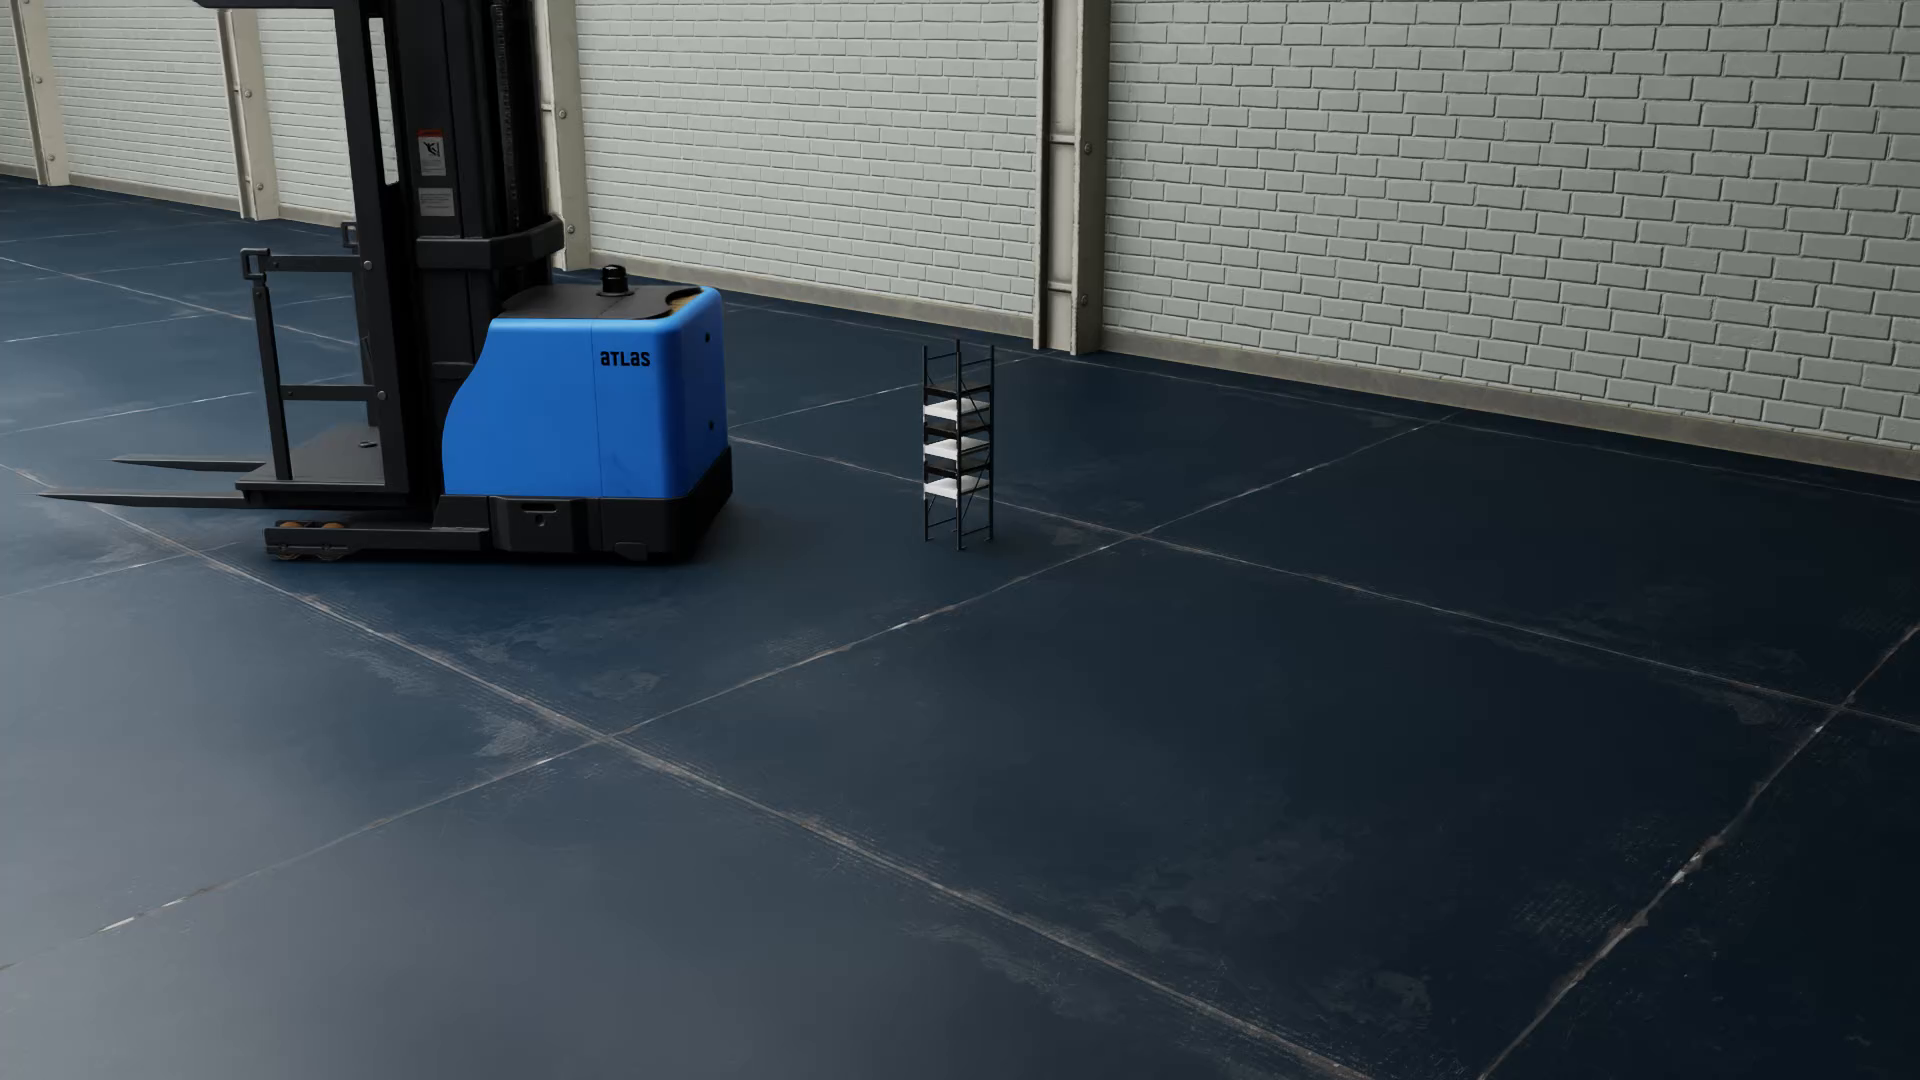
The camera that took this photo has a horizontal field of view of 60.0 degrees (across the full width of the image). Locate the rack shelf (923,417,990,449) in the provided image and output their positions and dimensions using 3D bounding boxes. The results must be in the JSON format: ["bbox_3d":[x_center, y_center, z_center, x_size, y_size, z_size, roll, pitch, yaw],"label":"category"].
[{"bbox_3d":[-0.006,-0.485,7.464,0.200,0.077,0.258,15,23,39],"label":"rack shelf"}]

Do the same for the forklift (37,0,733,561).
[{"bbox_3d":[-2.647,-1.461,7.369,3.031,2.935,1.130,1,18,4],"label":"forklift"}]

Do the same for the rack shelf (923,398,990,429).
[{"bbox_3d":[-0.006,-0.570,7.436,0.200,0.077,0.258,15,23,39],"label":"rack shelf"}]

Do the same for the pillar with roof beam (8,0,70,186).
[{"bbox_3d":[-15.549,-8.303,18.899,0.400,9.000,9.100,15,23,39],"label":"pillar with roof beam"}]

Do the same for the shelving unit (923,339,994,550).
[{"bbox_3d":[-0.006,-0.431,7.481,0.210,0.900,0.258,15,23,39],"label":"shelving unit"}]

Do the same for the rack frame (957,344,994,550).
[{"bbox_3d":[0.070,-0.410,7.416,0.006,0.900,0.240,15,23,39],"label":"rack frame"}]

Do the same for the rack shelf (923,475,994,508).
[{"bbox_3d":[-0.006,-0.227,7.545,0.200,0.077,0.258,15,23,39],"label":"rack shelf"}]

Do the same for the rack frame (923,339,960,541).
[{"bbox_3d":[-0.082,-0.451,7.545,0.006,0.900,0.240,15,23,39],"label":"rack frame"}]

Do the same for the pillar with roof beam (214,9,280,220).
[{"bbox_3d":[-11.061,-7.099,15.103,0.400,9.000,9.100,15,23,39],"label":"pillar with roof beam"}]

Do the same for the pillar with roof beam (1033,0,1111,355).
[{"bbox_3d":[-2.086,-4.689,7.511,0.400,9.000,9.100,15,23,39],"label":"pillar with roof beam"}]

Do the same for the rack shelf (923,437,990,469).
[{"bbox_3d":[-0.006,-0.399,7.491,0.200,0.077,0.258,15,23,39],"label":"rack shelf"}]

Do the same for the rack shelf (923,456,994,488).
[{"bbox_3d":[-0.006,-0.313,7.518,0.200,0.077,0.258,15,23,39],"label":"rack shelf"}]

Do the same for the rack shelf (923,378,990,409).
[{"bbox_3d":[-0.006,-0.656,7.409,0.200,0.077,0.258,15,23,39],"label":"rack shelf"}]

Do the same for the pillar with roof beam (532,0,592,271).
[{"bbox_3d":[-6.574,-5.894,11.307,0.400,9.000,9.100,15,23,39],"label":"pillar with roof beam"}]
